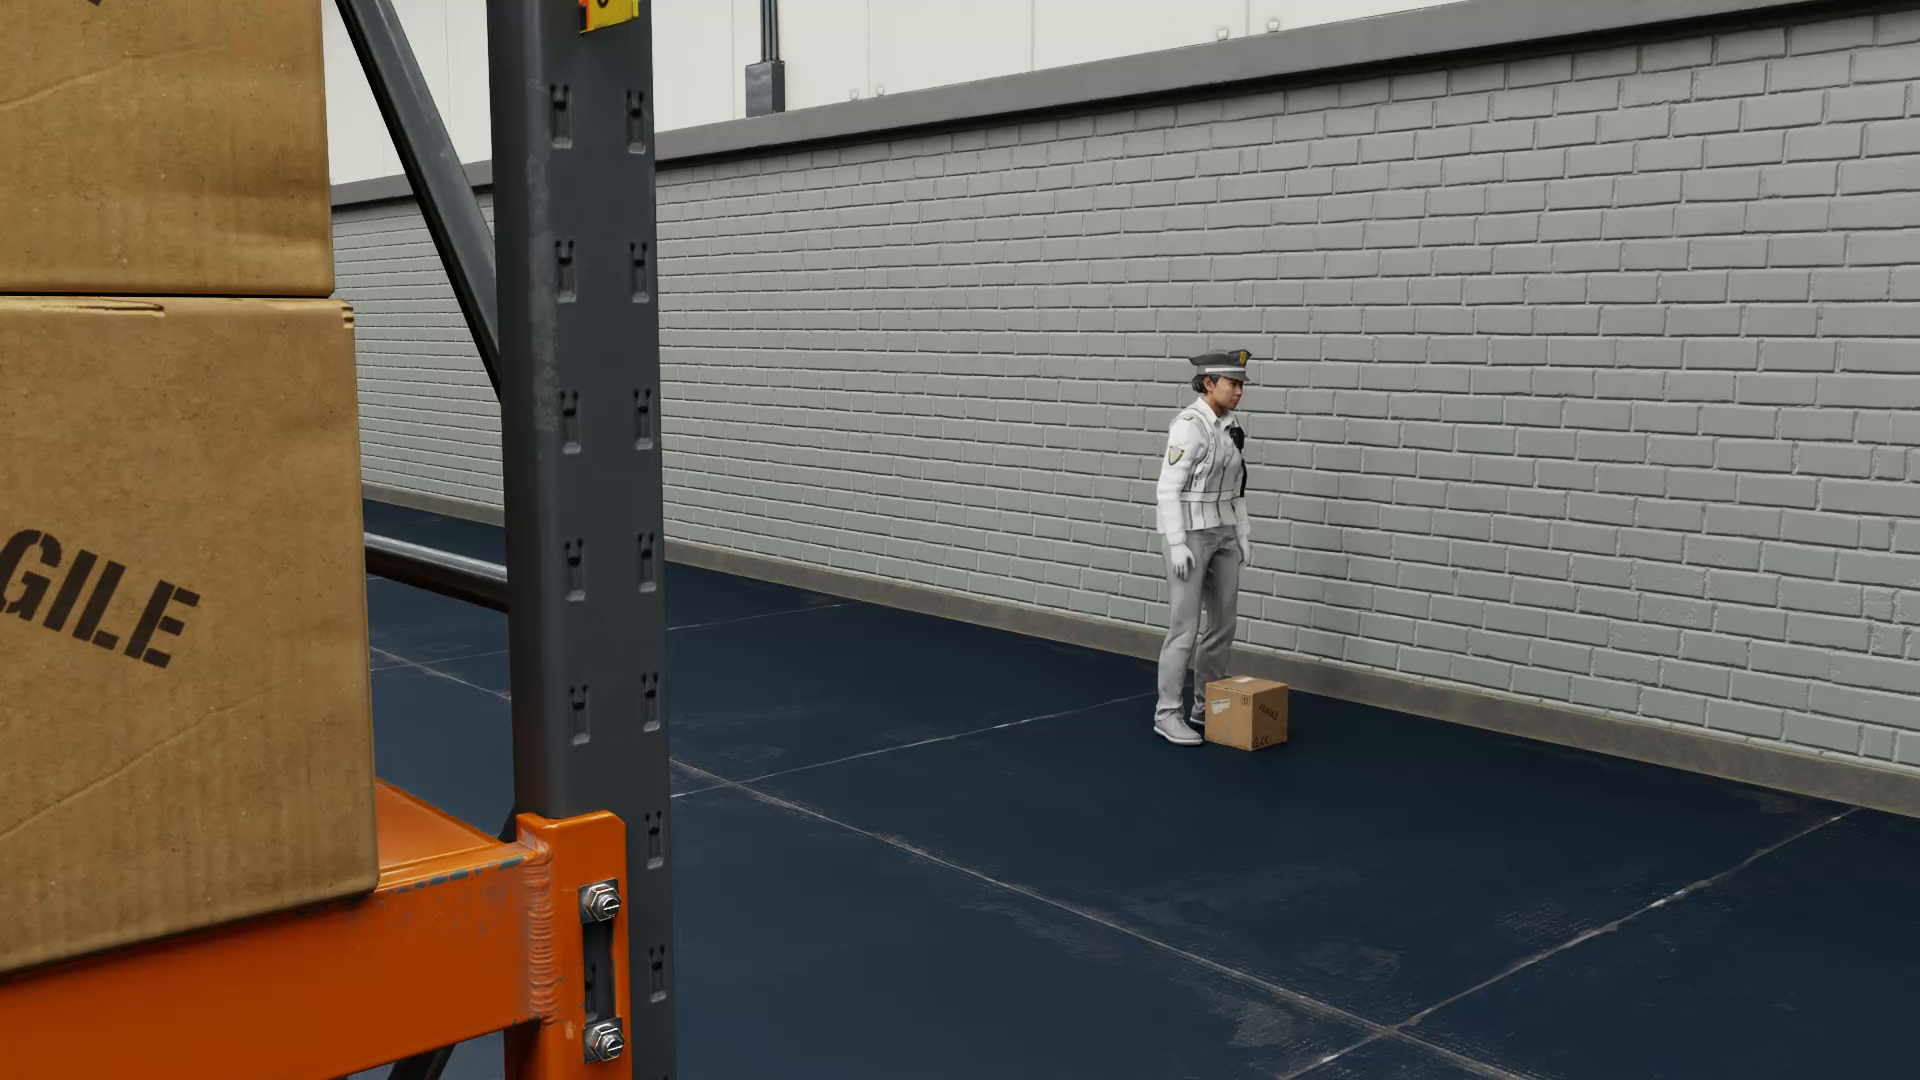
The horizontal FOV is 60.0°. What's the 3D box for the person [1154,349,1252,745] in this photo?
[{"bbox_3d":[1.057,0.012,7.174,0.546,1.666,0.371,-7,10,-43],"label":"person"}]
